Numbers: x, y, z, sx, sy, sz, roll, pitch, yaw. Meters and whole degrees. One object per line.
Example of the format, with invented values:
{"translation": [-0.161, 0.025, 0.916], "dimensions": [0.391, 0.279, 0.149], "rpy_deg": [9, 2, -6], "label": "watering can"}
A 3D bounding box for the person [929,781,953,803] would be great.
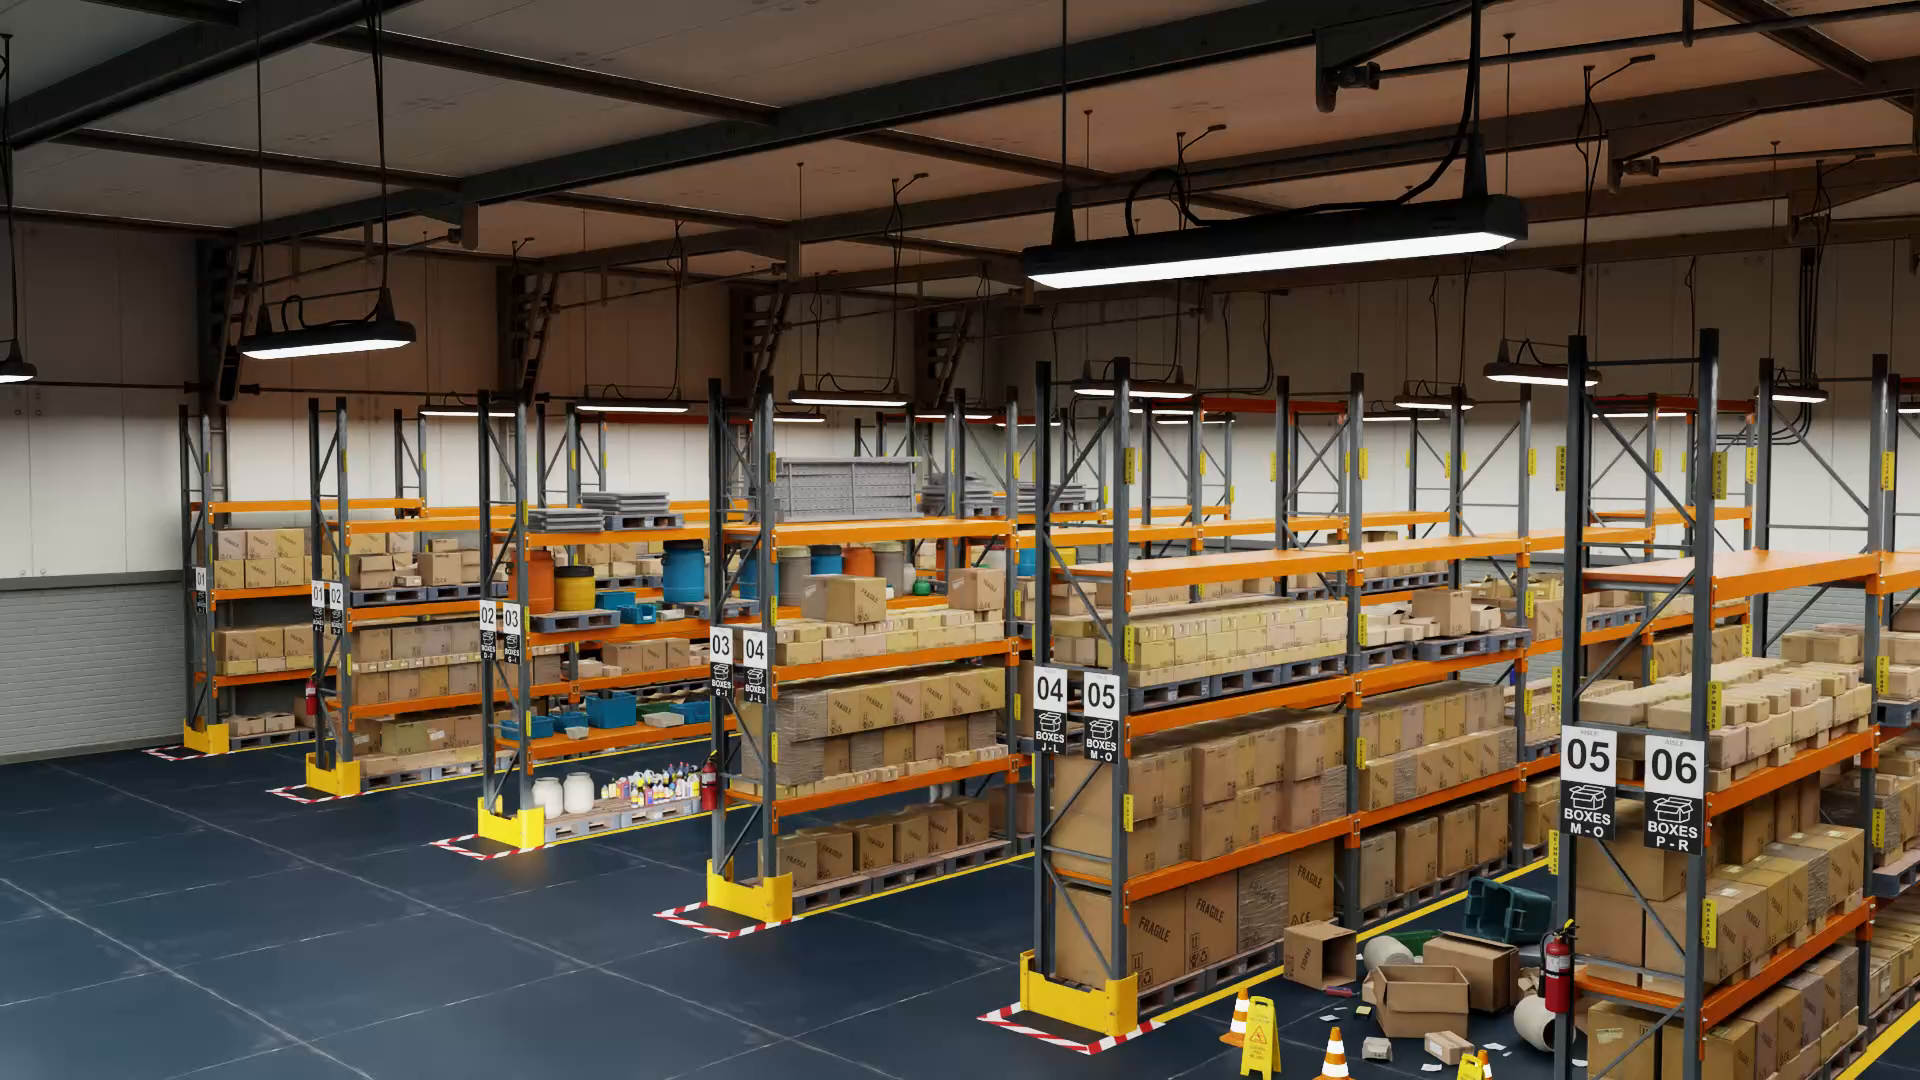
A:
{"translation": [-0.277, 3.145, 23.274], "dimensions": [0.524, 1.710, 0.542], "rpy_deg": [0, 3, 9], "label": "person"}

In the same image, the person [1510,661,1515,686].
{"translation": [10.043, 2.754, 29.982], "dimensions": [0.328, 1.664, 0.486], "rpy_deg": [0, 3, -8], "label": "person"}
